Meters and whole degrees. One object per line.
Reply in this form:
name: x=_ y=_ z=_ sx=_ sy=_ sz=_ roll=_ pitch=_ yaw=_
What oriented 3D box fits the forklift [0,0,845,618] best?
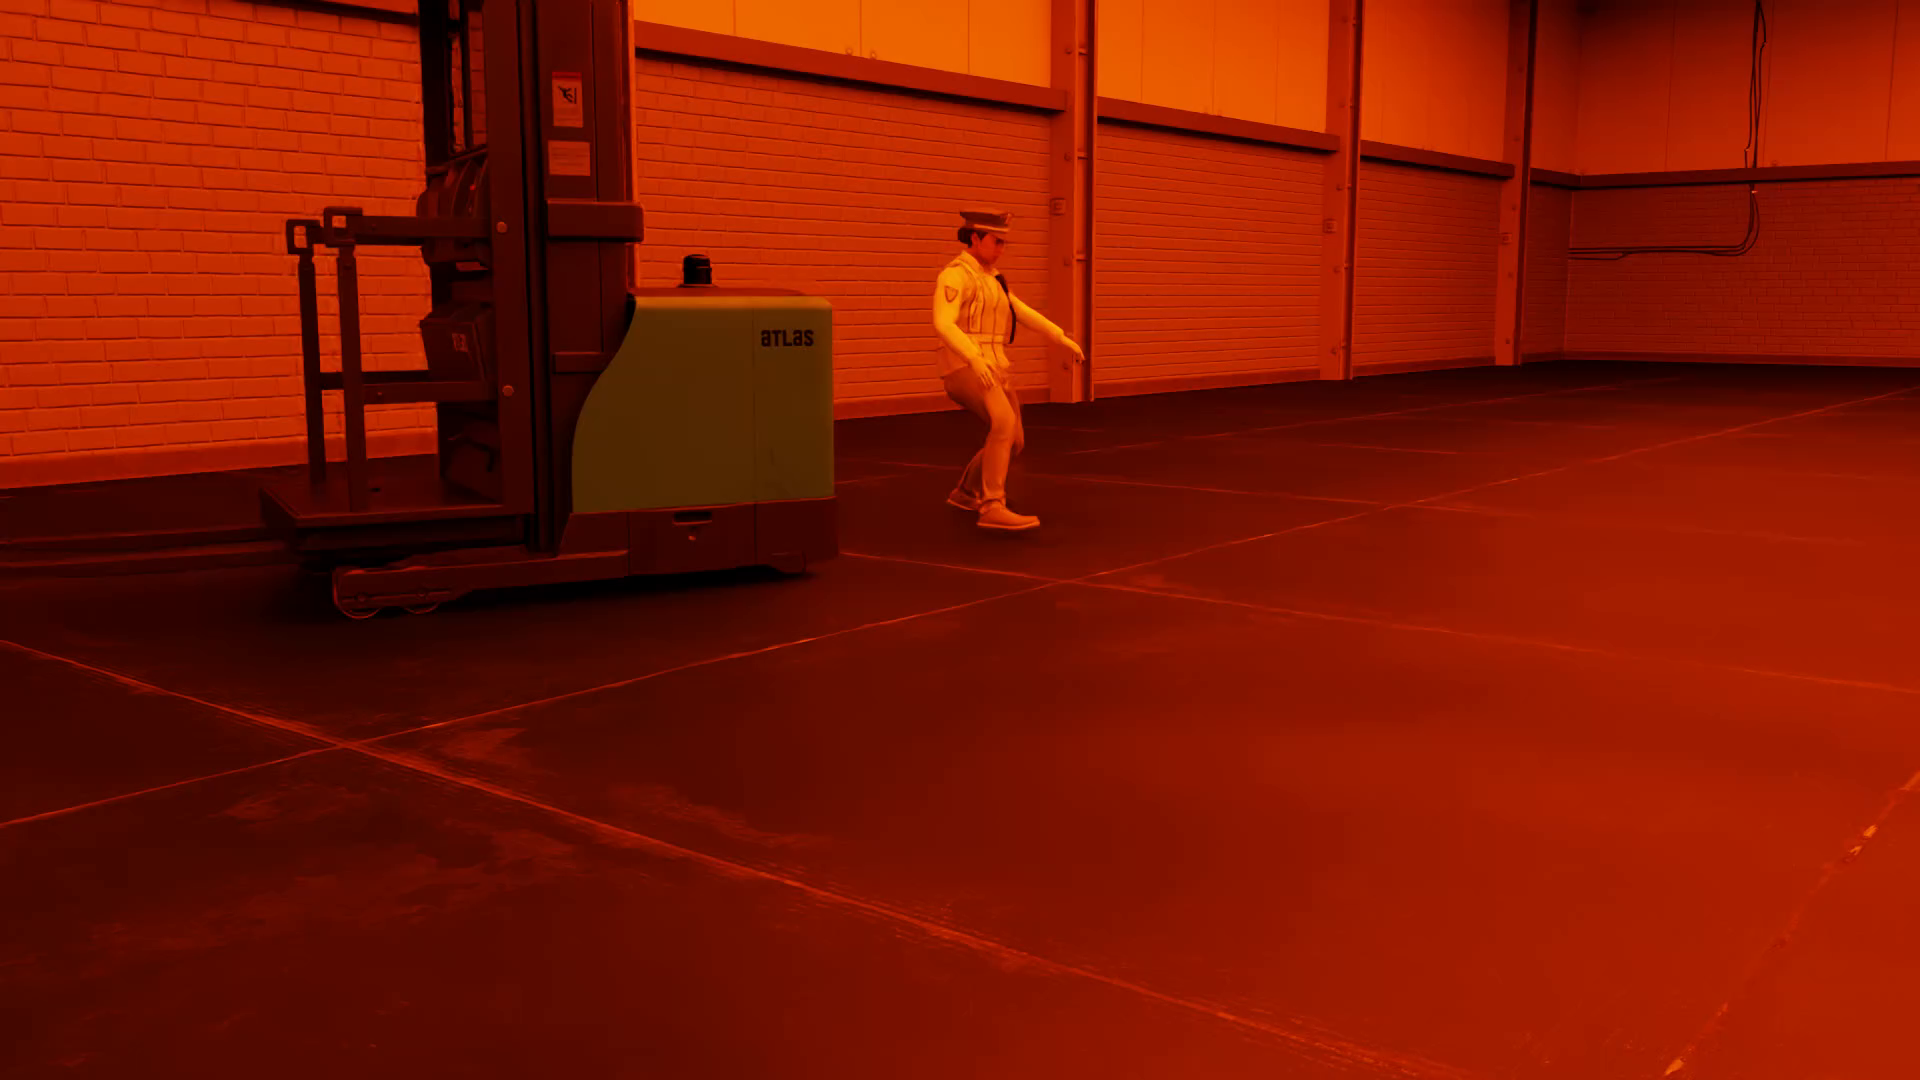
forklift: x=-1.993 y=-1.273 z=5.981 sx=3.031 sy=2.935 sz=1.130 roll=-4 pitch=9 yaw=-28

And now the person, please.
person: x=0.144 y=-0.820 z=7.955 sx=0.780 sy=1.538 sz=0.900 roll=6 pitch=10 yaw=33
